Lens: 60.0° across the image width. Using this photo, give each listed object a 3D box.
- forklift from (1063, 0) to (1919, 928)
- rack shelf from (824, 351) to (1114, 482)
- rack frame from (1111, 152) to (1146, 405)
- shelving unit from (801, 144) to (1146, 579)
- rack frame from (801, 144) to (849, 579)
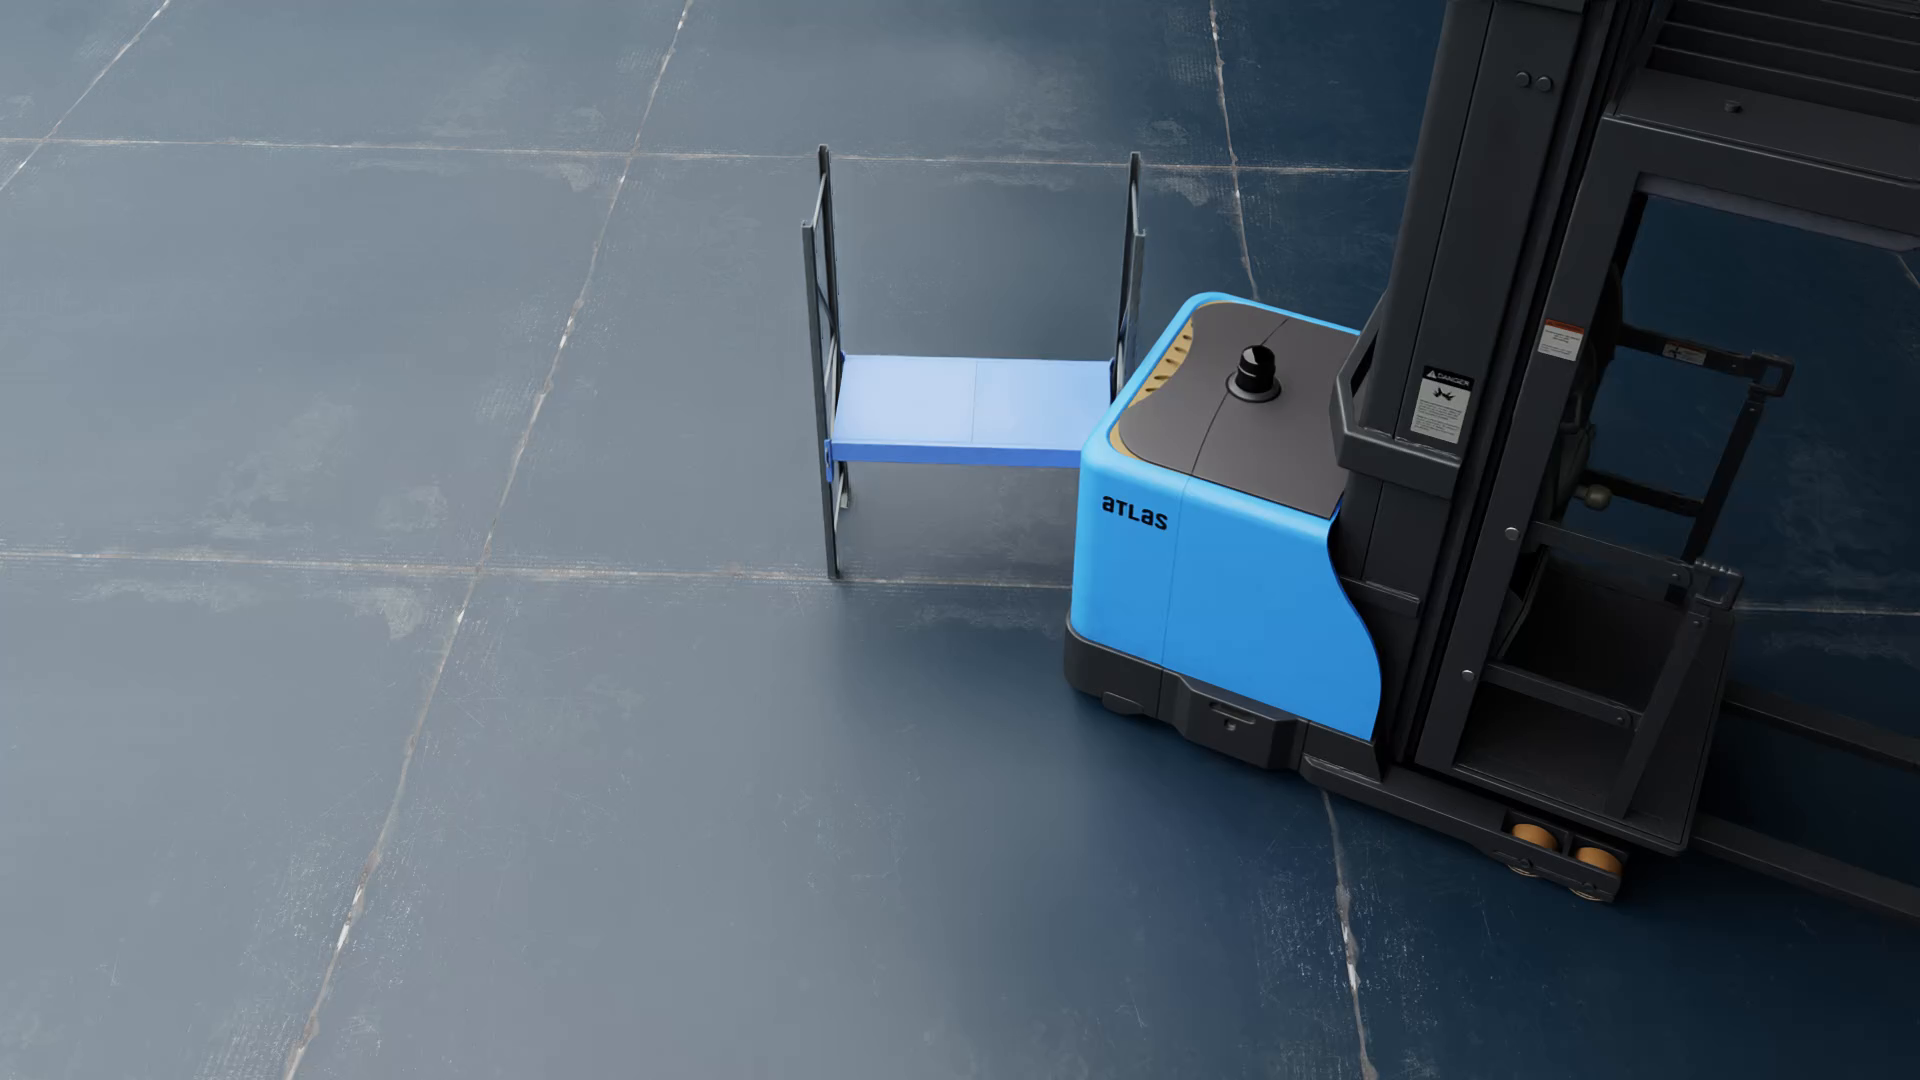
[{"bbox_3d":[1.901,-0.392,4.521,3.031,2.935,1.130,19,46,19],"label":"forklift"},{"bbox_3d":[0.051,-0.427,5.872,1.000,0.185,0.538,2,43,2],"label":"rack shelf"},{"bbox_3d":[0.558,-0.543,5.732,0.032,1.500,0.500,2,43,2],"label":"rack frame"},{"bbox_3d":[0.051,-0.559,5.749,1.048,1.500,0.538,2,43,2],"label":"shelving unit"},{"bbox_3d":[-0.457,-0.575,5.767,0.032,1.500,0.500,2,43,2],"label":"rack frame"}]
